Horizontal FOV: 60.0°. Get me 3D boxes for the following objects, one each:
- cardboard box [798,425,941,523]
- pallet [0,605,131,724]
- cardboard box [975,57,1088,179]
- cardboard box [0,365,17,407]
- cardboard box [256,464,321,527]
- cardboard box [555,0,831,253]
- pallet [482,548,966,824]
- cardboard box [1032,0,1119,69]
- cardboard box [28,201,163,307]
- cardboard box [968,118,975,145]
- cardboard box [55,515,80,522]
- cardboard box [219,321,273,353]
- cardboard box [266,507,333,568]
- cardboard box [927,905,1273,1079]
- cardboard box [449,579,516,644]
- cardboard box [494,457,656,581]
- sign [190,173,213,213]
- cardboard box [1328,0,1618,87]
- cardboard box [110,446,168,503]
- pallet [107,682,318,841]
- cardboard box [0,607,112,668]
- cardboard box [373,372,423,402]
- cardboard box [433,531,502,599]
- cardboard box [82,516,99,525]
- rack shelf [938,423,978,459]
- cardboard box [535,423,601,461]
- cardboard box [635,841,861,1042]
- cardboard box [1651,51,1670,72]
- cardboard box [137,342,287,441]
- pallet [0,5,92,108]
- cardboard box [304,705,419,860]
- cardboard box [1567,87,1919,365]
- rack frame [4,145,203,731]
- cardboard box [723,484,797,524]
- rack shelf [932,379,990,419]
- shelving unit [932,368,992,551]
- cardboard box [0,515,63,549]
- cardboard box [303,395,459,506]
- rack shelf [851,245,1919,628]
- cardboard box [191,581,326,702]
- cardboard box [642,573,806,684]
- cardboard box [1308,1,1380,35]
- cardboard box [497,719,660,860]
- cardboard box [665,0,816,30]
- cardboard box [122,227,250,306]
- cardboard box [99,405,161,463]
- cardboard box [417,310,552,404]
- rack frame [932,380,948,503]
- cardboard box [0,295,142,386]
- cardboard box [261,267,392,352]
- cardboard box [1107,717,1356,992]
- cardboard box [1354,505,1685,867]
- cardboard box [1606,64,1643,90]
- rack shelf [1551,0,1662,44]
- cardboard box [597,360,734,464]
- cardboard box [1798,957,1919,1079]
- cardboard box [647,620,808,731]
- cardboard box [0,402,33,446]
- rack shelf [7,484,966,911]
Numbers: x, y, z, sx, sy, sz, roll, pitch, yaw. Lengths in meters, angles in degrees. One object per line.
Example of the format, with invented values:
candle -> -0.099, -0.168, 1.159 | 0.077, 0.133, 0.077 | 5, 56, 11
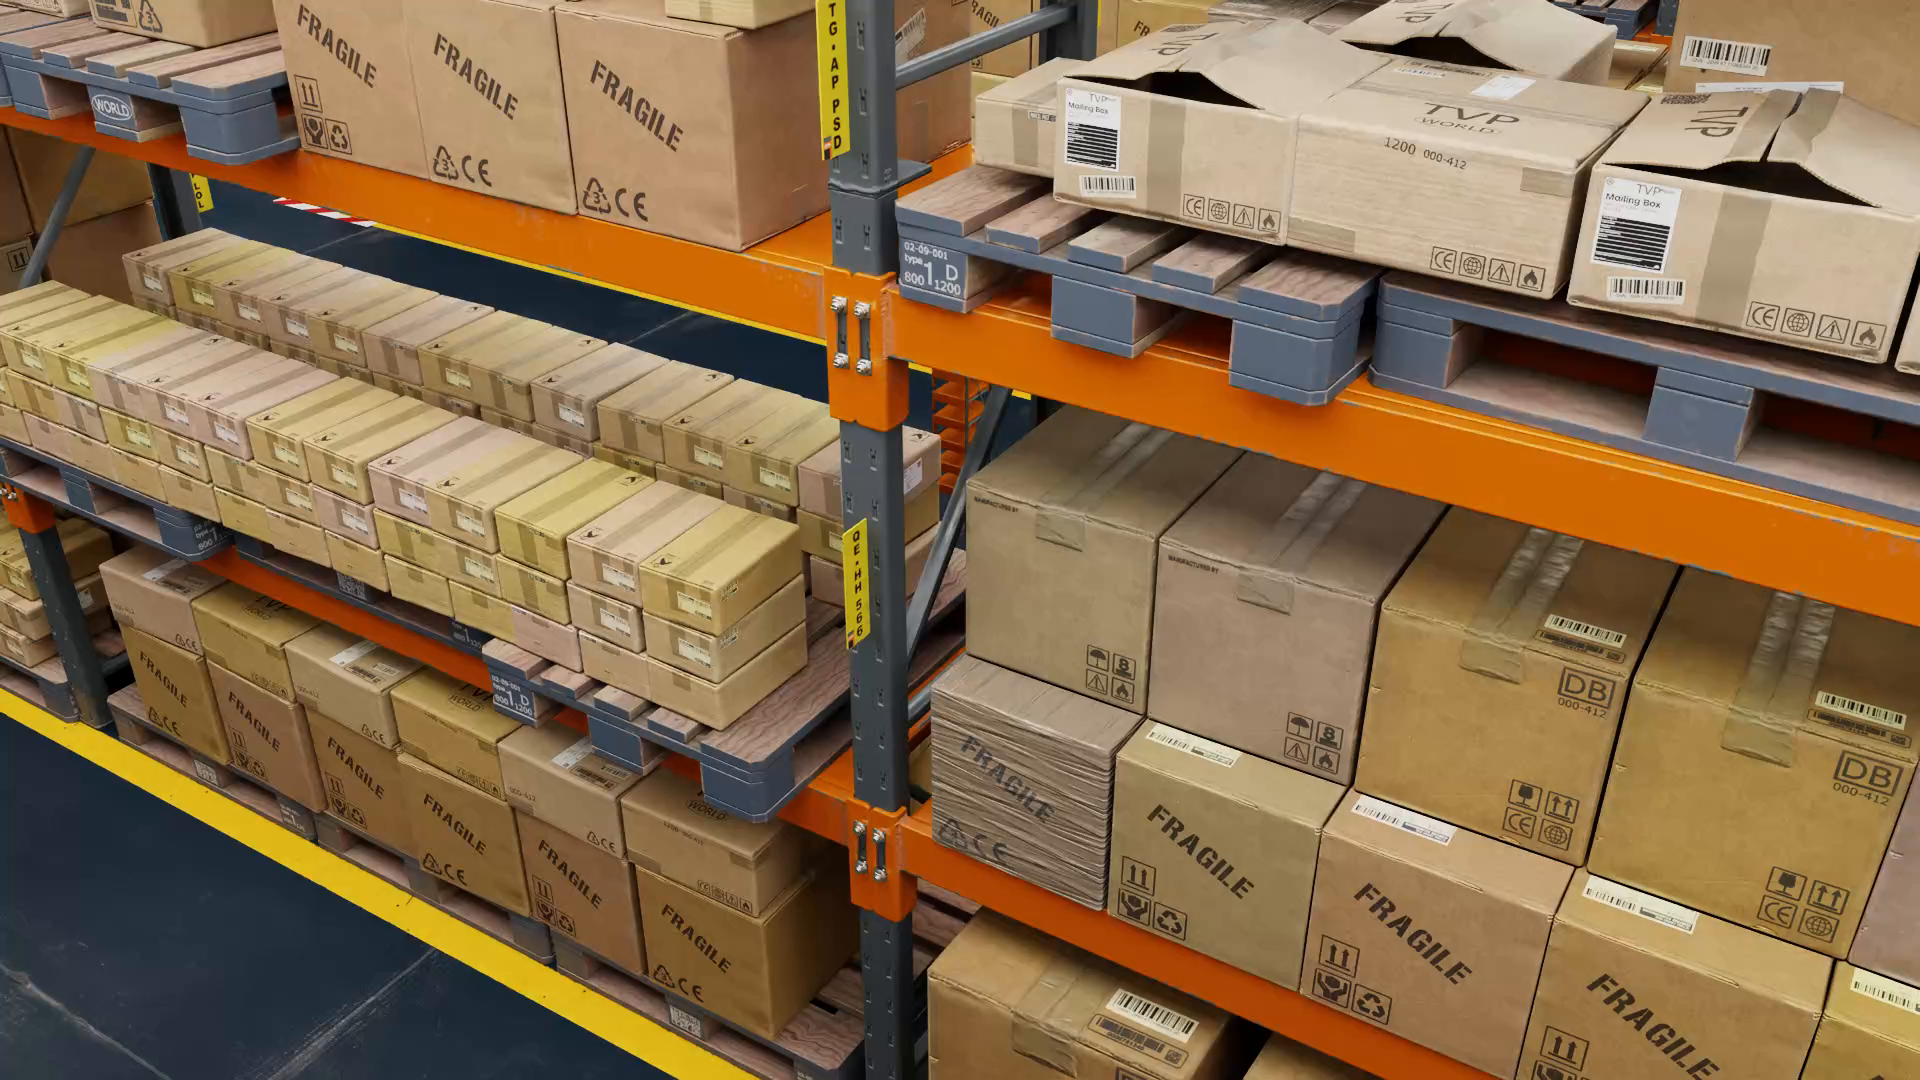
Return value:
cardboard box -> -0.259, -0.198, 4.855 | 0.250, 0.149, 0.380 | 18, 35, 27
pallet -> -3.943, 0.307, 7.513 | 1.213, 0.211, 1.003 | 18, 35, 27
cardboard box -> 0.230, -0.915, 3.598 | 0.250, 0.149, 0.380 | 16, 34, 25
cardboard box -> -3.266, -0.632, 5.893 | 0.250, 0.149, 0.380 | 18, 35, 28
cardboard box -> -1.940, -0.214, 5.177 | 0.250, 0.149, 0.380 | 17, 34, 26
cardboard box -> -0.586, -1.044, 3.987 | 0.500, 0.500, 0.500 | 18, 35, 27
pallet -> -0.628, 0.277, 4.989 | 1.003, 0.211, 1.213 | 18, 35, 27
cardboard box -> 0.721, -2.711, 8.828 | 0.500, 0.500, 0.500 | 17, 34, 27
cardboard box -> -3.641, -1.144, 6.840 | 0.500, 0.500, 0.500 | 17, 34, 26
cardboard box -> 0.288, -2.294, 9.355 | 0.500, 0.250, 0.500 | 17, 34, 27
cardboard box -> -3.980, -0.124, 7.602 | 0.250, 0.149, 0.380 | 17, 34, 27
cardboard box -> -2.481, -0.773, 6.136 | 0.250, 0.149, 0.380 | 19, 35, 29
cardboard box -> -1.946, -0.087, 5.255 | 0.250, 0.149, 0.380 | 16, 34, 25
cardboard box -> 0.501, 1.331, 4.807 | 0.750, 0.750, 1.050 | 17, 34, 27
cardboard box -> -1.266, 0.126, 4.889 | 0.250, 0.149, 0.380 | 17, 34, 27
cardboard box -> -1.060, -0.064, 4.626 | 0.250, 0.149, 0.380 | 19, 35, 29
sign -> -3.063, -1.470, 6.644 | 0.005, 0.325, 0.100 | 18, 35, 27
cardboard box -> 1.077, -0.990, 3.567 | 0.500, 0.311, 0.500 | 18, 35, 27
cardboard box -> -2.606, -0.295, 5.612 | 0.250, 0.149, 0.380 | 18, 35, 28
pallet -> -2.695, 0.680, 6.874 | 1.213, 0.211, 1.003 | 18, 35, 27
cardboard box -> -3.869, 0.358, 7.072 | 0.250, 0.149, 0.380 | 18, 35, 28
cardboard box -> -1.795, -0.560, 5.770 | 0.250, 0.149, 0.380 | 18, 35, 28
cardboard box -> -1.291, -0.007, 4.823 | 0.250, 0.149, 0.380 | 18, 35, 27
cardboard box -> -3.739, -0.219, 7.470 | 0.250, 0.149, 0.380 | 19, 35, 30
rack shelf -> 0.012, -0.476, 7.963 | 0.180, 0.103, 0.258 | 18, 35, 27
cardboard box -> -1.153, -0.354, 5.417 | 0.250, 0.149, 0.380 | 18, 35, 27
cardboard box -> -0.664, 1.173, 5.326 | 0.500, 0.500, 0.500 | 17, 34, 27
cardboard box -> 3.555, -2.016, 7.918 | 0.500, 0.500, 0.500 | 17, 34, 27
cardboard box -> -2.384, -0.482, 5.342 | 0.250, 0.149, 0.380 | 17, 34, 27
pallet -> -2.889, -1.736, 5.458 | 1.003, 0.211, 1.213 | 18, 35, 27
cardboard box -> -1.971, 0.753, 6.047 | 0.500, 0.500, 0.500 | 18, 35, 28
cardboard box -> 1.388, -0.583, 2.868 | 0.500, 0.311, 0.500 | 17, 34, 26
rack frame -> -3.355, -0.732, 6.528 | 0.127, 3.000, 1.000 | 18, 35, 27
cardboard box -> -0.501, -0.149, 5.066 | 0.250, 0.149, 0.380 | 19, 35, 30
rack shelf -> 0.012, -0.683, 7.842 | 0.180, 0.103, 0.258 | 18, 35, 27
shelving unit -> 0.012, -0.514, 7.941 | 0.189, 1.200, 0.258 | 18, 35, 27
cardboard box -> -4.033, 0.025, 7.052 | 0.250, 0.149, 0.380 | 18, 35, 28
cardboard box -> -1.720, -0.273, 4.984 | 0.250, 0.149, 0.380 | 19, 35, 30
rack shelf -> 1.727, -0.110, 3.198 | 4.000, 0.370, 1.077 | 18, 35, 27
cardboard box -> -2.418, 0.295, 6.088 | 0.500, 0.250, 0.500 | 19, 35, 29
cardboard box -> -0.628, 0.200, 4.468 | 0.250, 0.149, 0.380 | 18, 35, 28
cardboard box -> 2.002, -2.302, 8.128 | 0.500, 0.500, 0.500 | 17, 34, 26
cardboard box -> -1.120, 0.712, 5.373 | 0.500, 0.250, 0.500 | 18, 35, 28
cardboard box -> -0.448, -1.328, 3.713 | 0.258, 0.266, 0.396 | 18, 35, 27
cardboard box -> -2.912, -1.038, 6.294 | 0.250, 0.149, 0.380 | 19, 35, 30
cardboard box -> -2.606, -0.425, 5.539 | 0.250, 0.149, 0.380 | 16, 34, 25
cardboard box -> -1.579, -0.617, 5.573 | 0.250, 0.149, 0.380 | 17, 34, 27
rack frame -> -0.065, -0.539, 7.983 | 0.006, 1.200, 0.240 | 18, 35, 27
cardboard box -> -3.027, -0.688, 5.695 | 0.250, 0.149, 0.380 | 19, 35, 29
cardboard box -> -2.243, -0.826, 5.931 | 0.250, 0.149, 0.380 | 17, 35, 27
cardboard box -> 0.702, 0.667, 4.031 | 0.500, 0.500, 0.500 | 17, 34, 27
cardboard box -> 1.272, 0.260, 3.736 | 0.500, 0.500, 0.700 | 17, 34, 27
cardboard box -> 2.837, -1.934, 7.777 | 0.500, 0.500, 0.500 | 17, 34, 26
rack shelf -> 3.520, -4.145, 13.092 | 4.000, 0.370, 1.077 | 18, 35, 27
cardboard box -> -0.914, -0.407, 5.212 | 0.250, 0.149, 0.380 | 16, 34, 25
cardboard box -> 1.980, 1.071, 3.338 | 0.500, 0.500, 0.500 | 18, 35, 28
cardboard box -> -0.630, 0.331, 4.539 | 0.250, 0.149, 0.380 | 18, 35, 28
cardboard box -> -3.266, -0.503, 5.968 | 0.250, 0.149, 0.380 | 16, 34, 25
rack shelf -> -1.661, 0.114, 5.791 | 4.000, 0.370, 1.077 | 18, 35, 27
